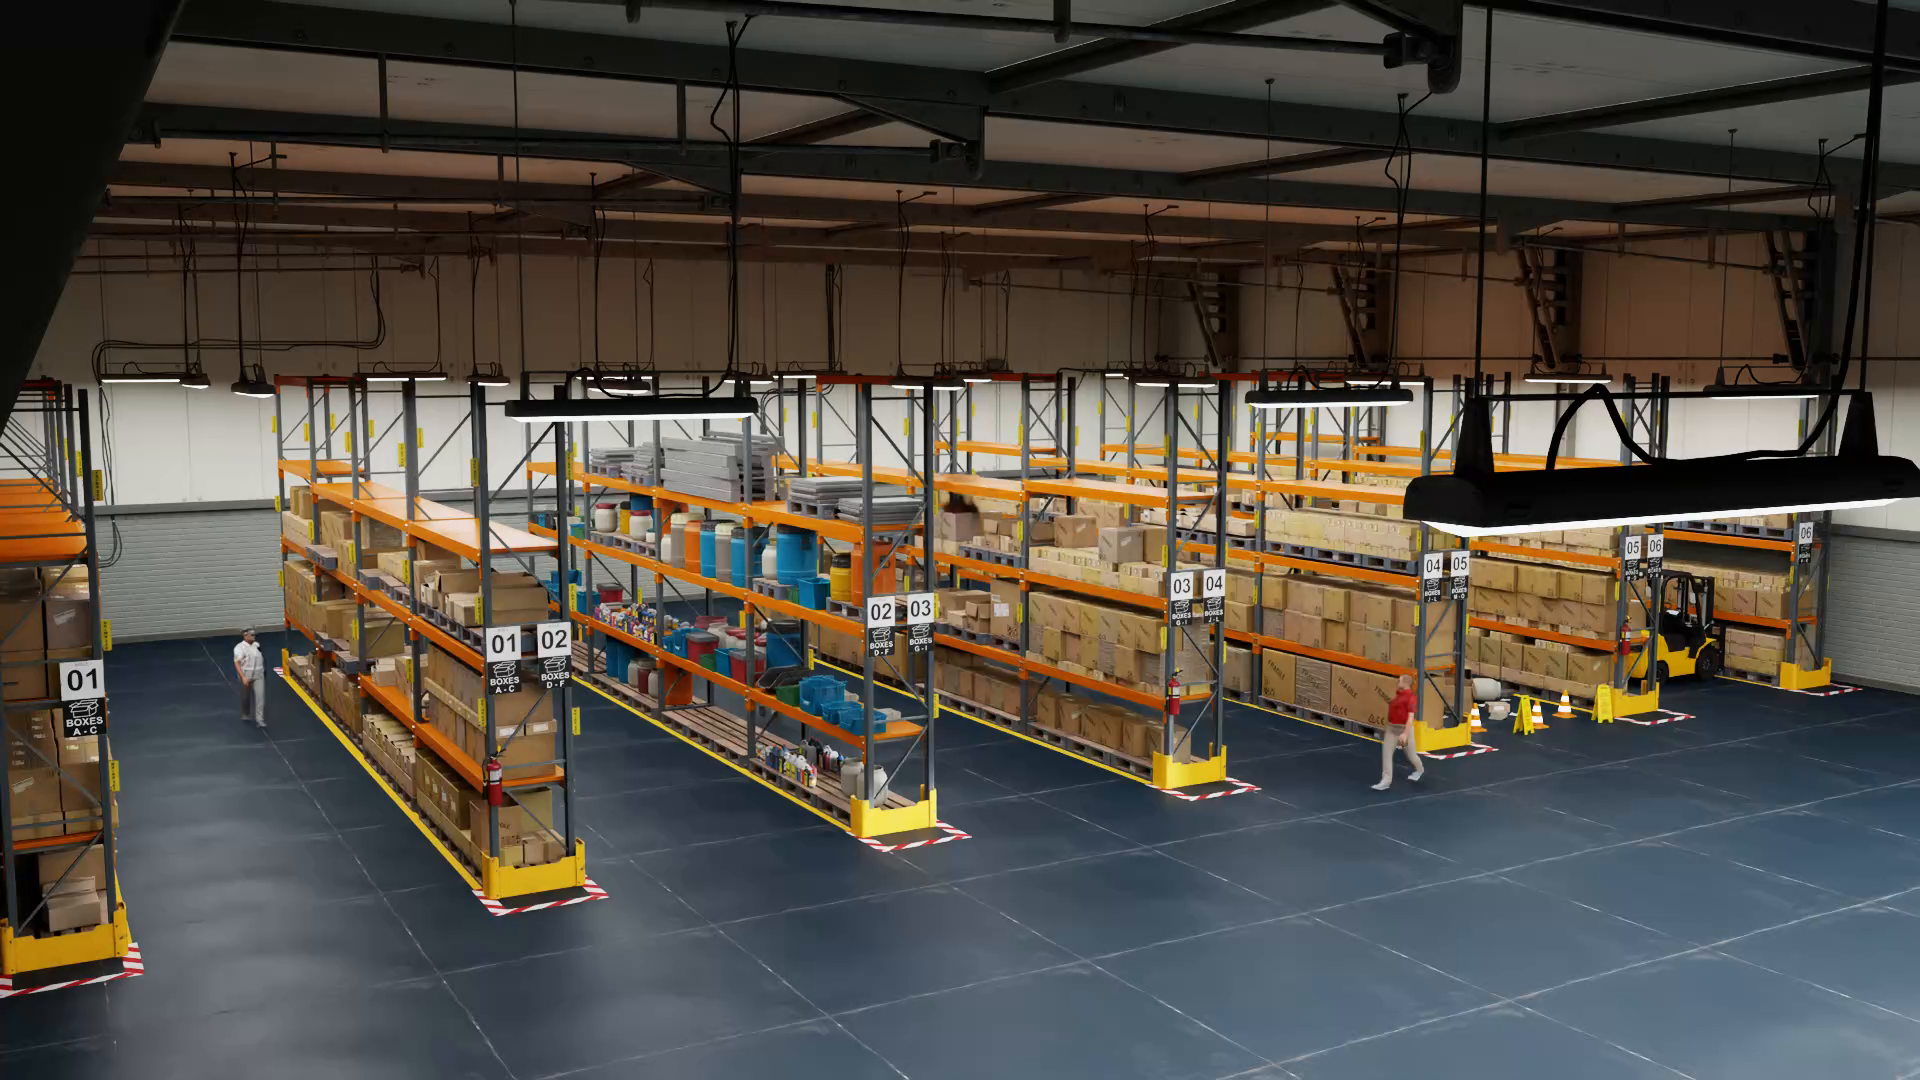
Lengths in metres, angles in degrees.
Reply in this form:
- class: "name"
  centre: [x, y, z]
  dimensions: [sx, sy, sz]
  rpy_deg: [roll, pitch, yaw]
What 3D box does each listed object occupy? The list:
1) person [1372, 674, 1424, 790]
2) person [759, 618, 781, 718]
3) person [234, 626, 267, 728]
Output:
- class: "person"
  centre: [6.511, 2.812, 24.513]
  dimensions: [0.505, 1.686, 0.999]
  rpy_deg: [5, 8, 37]
- class: "person"
  centre: [-3.311, 2.245, 29.159]
  dimensions: [0.561, 1.774, 0.546]
  rpy_deg: [3, 7, 24]
- class: "person"
  centre: [-12.206, 2.344, 28.615]
  dimensions: [0.523, 1.729, 1.032]
  rpy_deg: [-3, 7, -26]
